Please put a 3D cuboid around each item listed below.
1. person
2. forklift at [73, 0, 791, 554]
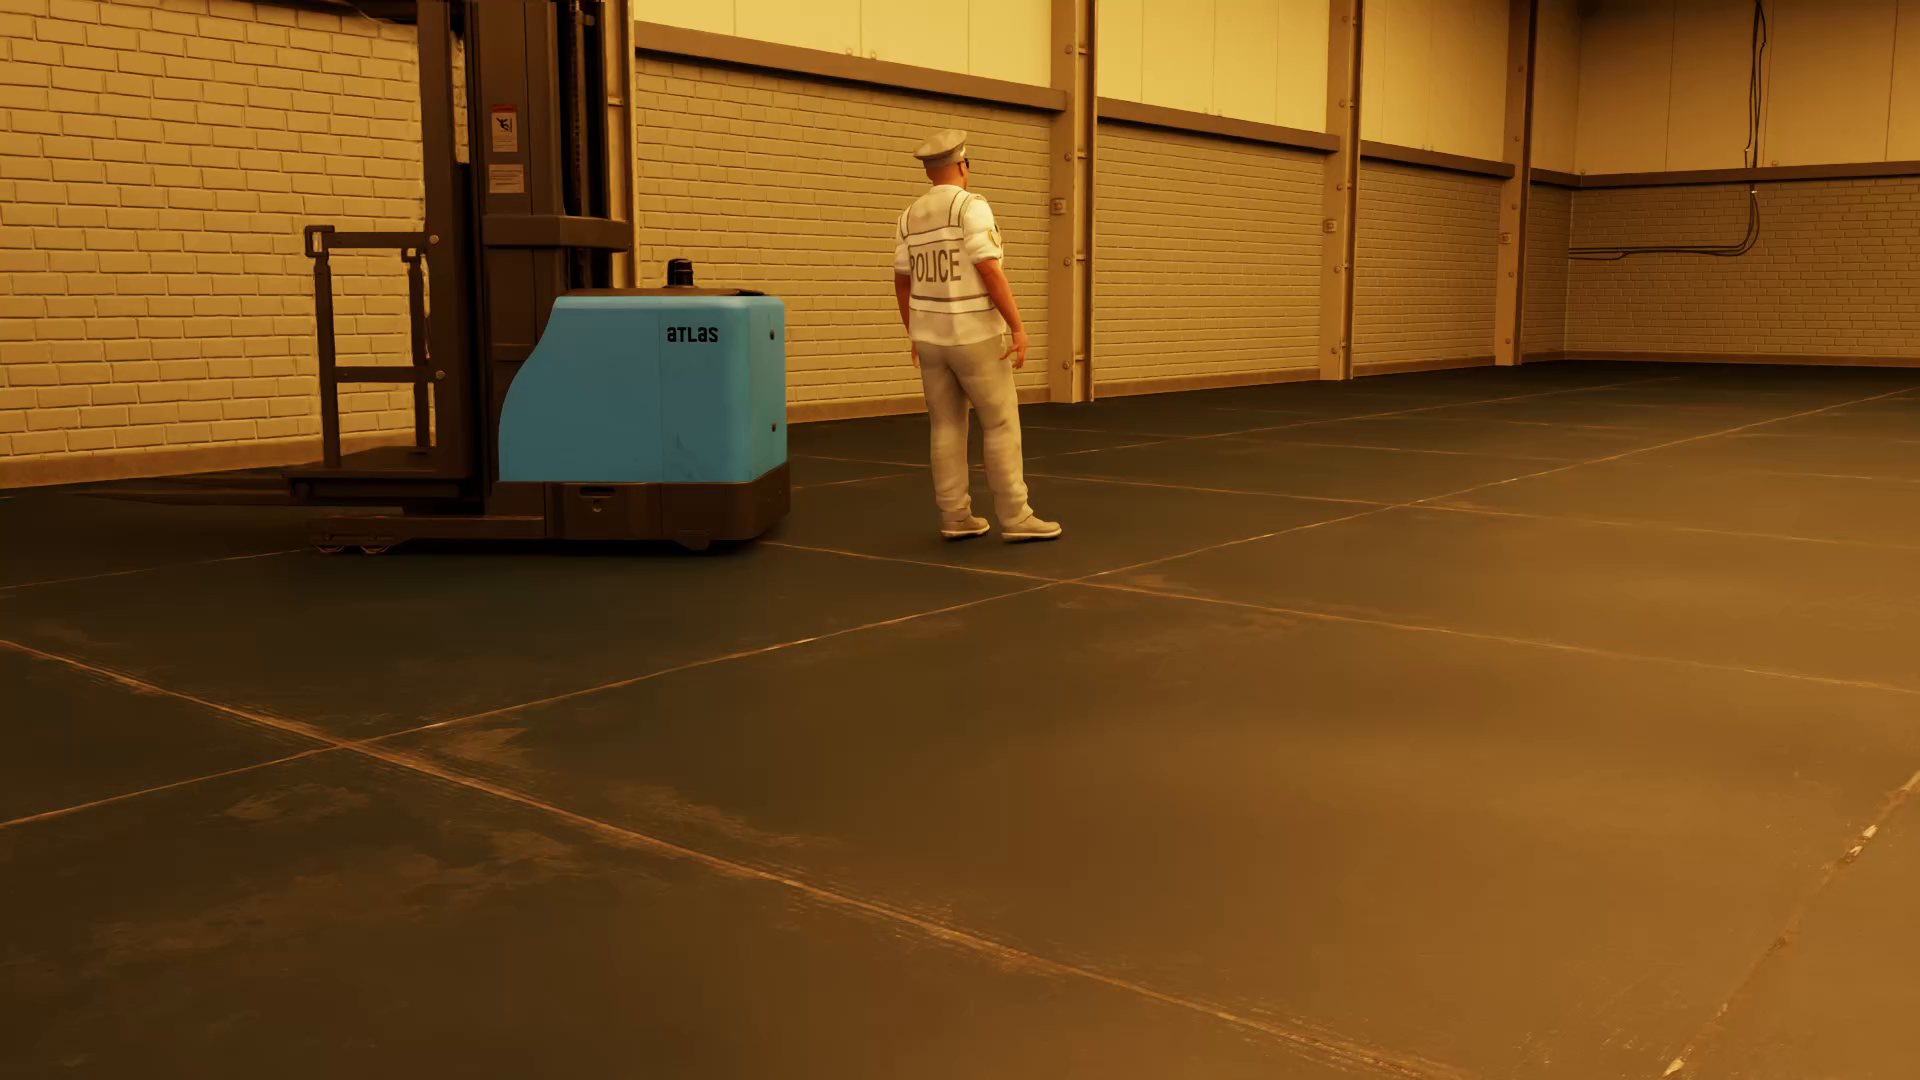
[{"bbox_3d":[0.058,-0.897,7.327,0.640,1.781,0.575,7,11,38],"label":"person"},{"bbox_3d":[-2.337,-1.466,7.297,3.031,2.935,1.130,1,8,4],"label":"forklift"}]
